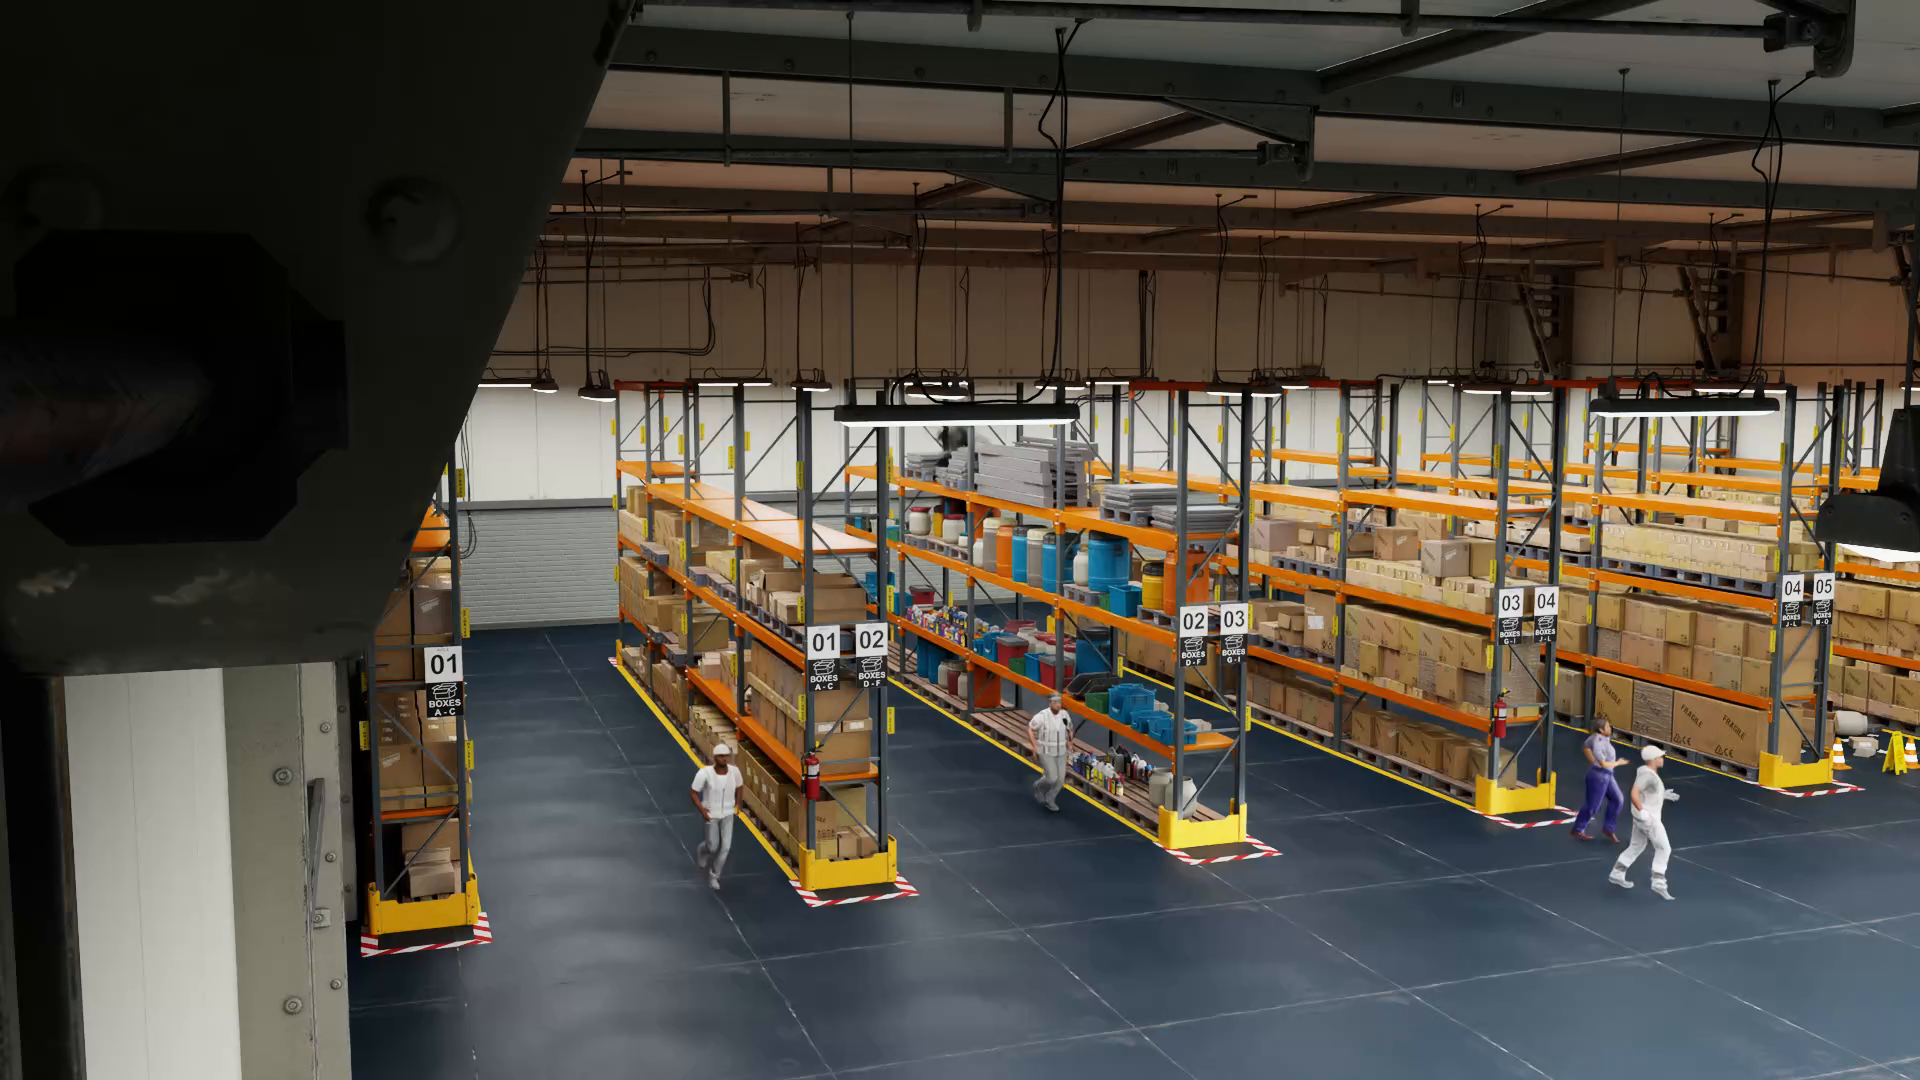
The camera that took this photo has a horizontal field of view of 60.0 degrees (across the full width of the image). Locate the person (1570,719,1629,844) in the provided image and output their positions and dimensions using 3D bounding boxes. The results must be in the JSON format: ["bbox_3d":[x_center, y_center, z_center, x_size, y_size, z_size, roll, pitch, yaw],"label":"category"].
[{"bbox_3d":[8.468,3.199,21.992,0.686,1.691,0.608,3,7,27],"label":"person"}]

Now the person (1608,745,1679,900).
[{"bbox_3d":[8.182,3.356,19.834,0.782,1.850,0.653,1,6,8],"label":"person"}]

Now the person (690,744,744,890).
[{"bbox_3d":[-2.958,3.343,20.351,0.688,1.736,0.680,-3,7,-28],"label":"person"}]

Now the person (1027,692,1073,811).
[{"bbox_3d":[1.326,2.988,23.525,0.651,1.726,0.632,-3,7,-24],"label":"person"}]
